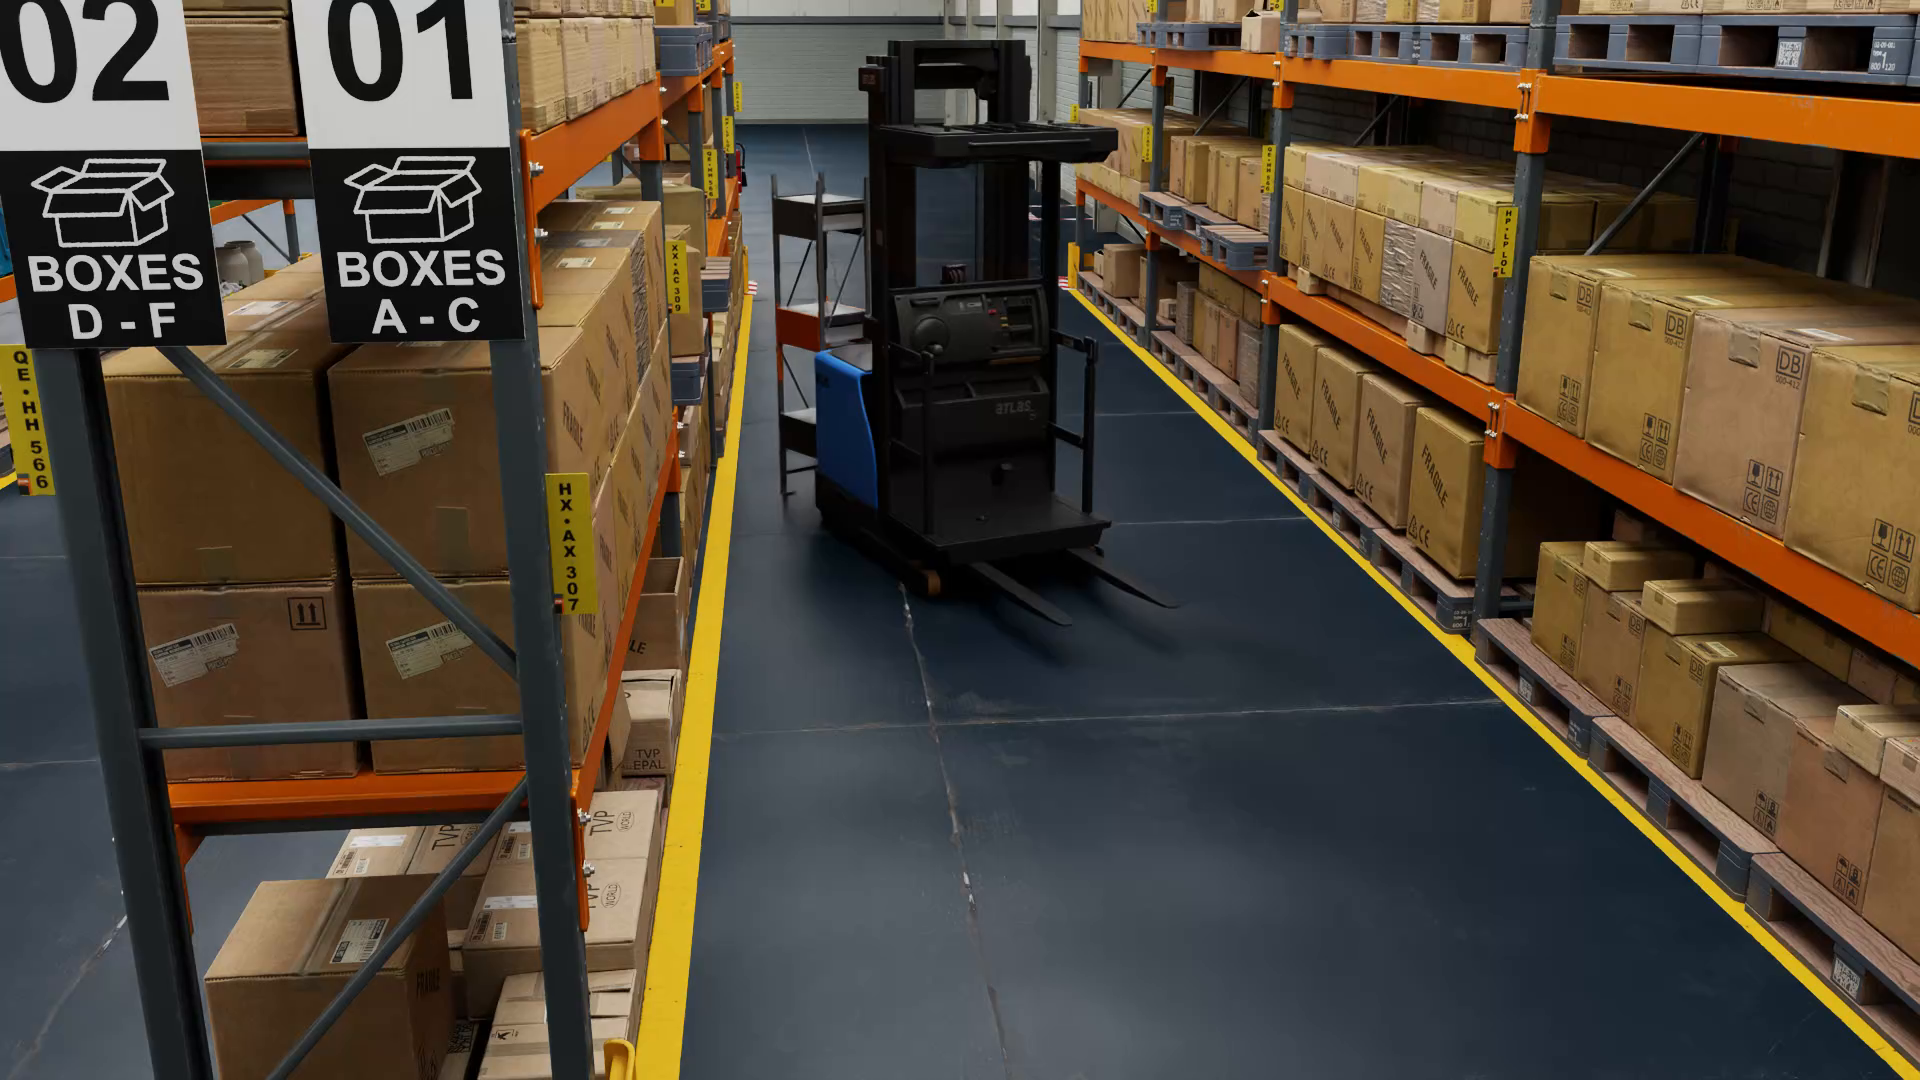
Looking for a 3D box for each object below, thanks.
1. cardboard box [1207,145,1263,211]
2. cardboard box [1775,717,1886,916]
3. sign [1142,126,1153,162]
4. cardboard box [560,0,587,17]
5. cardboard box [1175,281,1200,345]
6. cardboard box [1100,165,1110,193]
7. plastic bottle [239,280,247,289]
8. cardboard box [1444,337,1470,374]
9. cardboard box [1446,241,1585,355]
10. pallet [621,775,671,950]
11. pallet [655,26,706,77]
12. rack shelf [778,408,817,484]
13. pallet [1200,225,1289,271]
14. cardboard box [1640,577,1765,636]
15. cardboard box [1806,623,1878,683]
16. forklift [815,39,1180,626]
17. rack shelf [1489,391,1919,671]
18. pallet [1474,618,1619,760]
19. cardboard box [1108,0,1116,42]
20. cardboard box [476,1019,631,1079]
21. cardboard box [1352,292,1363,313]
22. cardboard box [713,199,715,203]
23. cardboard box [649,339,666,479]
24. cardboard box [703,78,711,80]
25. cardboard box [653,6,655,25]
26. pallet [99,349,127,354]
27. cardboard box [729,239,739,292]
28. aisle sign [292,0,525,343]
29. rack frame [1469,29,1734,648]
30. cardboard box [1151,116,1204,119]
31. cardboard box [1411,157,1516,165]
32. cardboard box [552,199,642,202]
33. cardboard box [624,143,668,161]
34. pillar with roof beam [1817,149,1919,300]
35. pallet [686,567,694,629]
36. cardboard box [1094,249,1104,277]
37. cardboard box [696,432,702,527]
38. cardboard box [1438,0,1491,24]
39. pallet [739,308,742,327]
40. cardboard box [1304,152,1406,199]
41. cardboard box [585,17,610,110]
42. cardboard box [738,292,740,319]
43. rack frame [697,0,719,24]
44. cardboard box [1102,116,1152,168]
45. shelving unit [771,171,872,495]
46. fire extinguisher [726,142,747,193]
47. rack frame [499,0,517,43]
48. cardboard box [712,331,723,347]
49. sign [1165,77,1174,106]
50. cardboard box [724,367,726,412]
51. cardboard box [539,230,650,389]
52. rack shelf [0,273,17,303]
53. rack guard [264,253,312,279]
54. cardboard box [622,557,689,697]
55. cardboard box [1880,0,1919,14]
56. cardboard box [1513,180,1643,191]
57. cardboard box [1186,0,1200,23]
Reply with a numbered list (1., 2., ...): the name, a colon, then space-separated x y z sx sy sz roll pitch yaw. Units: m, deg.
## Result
1. cardboard box: 2.453 -3.032 13.926 0.700 0.500 0.500 1 17 2
2. cardboard box: 3.299 0.924 5.698 0.700 0.500 0.500 -2 18 -6
3. sign: 1.746 -3.683 15.455 0.100 0.325 0.005 -2 18 -6
4. cardboard box: -1.243 -1.468 4.253 0.500 0.250 0.500 -2 18 -6
5. cardboard box: 2.377 -2.088 15.257 0.700 0.500 0.500 -1 17 -4
6. cardboard box: 1.771 -3.807 17.511 0.500 0.250 0.500 -2 18 -5
7. plastic bottle: -7.326 -2.521 16.999 0.061 0.283 0.133 -1 17 -4
8. cardboard box: 2.744 -0.962 8.618 0.380 0.149 0.250 -1 17 -5
9. cardboard box: 2.812 -1.234 8.404 0.500 0.500 0.500 -2 18 -7
10. pallet: -1.618 1.148 6.168 1.003 0.211 1.213 -2 18 -6
11. pallet: -1.814 -2.289 7.767 1.213 0.211 1.003 -2 18 -6
12. rack shelf: -0.884 -0.604 10.974 0.431 0.518 0.480 -14 22 -38
13. pallet: 2.518 -2.215 12.544 1.213 0.211 1.003 -2 18 -6
14. cardboard box: 2.993 0.266 6.710 0.380 0.149 0.250 -2 18 -7
15. cardboard box: 3.430 0.417 6.231 0.380 0.149 0.250 -2 18 -5
16. forklift: 0.163 -1.222 9.177 1.130 2.935 3.031 -8 19 -24
17. rack shelf: 3.316 0.034 6.263 1.077 0.370 4.000 -2 18 -6
18. pallet: 3.110 0.654 7.742 1.003 0.211 1.213 -2 18 -6
19. cardboard box: 1.812 -5.387 17.121 0.500 0.500 0.500 -1 17 -2
20. cardboard box: -1.106 1.455 4.559 0.380 0.149 0.250 -2 18 -6
21. cardboard box: 2.661 -1.499 10.331 0.380 0.149 0.250 -2 17 -5
22. cardboard box: -2.803 -3.621 16.537 0.700 0.500 0.500 -2 17 -5
23. cardboard box: -1.456 -0.505 6.609 0.500 0.500 0.500 -1 17 -4
24. cardboard box: -2.901 -4.531 17.270 0.700 0.500 0.500 -2 18 -5
25. cardboard box: -1.936 -3.028 8.771 0.600 0.600 0.600 -2 18 -8
26. pallet: -7.597 -1.854 15.730 1.003 0.211 1.213 -2 18 -6
27. cardboard box: -2.438 -2.678 16.336 0.500 0.500 0.500 -2 18 -6
28. aisle sign: -1.105 -0.789 3.341 0.394 0.787 0.004 -2 18 -6
29. rack frame: 3.110 -0.906 8.054 1.000 3.000 0.127 -2 18 -6
30. cardboard box: 2.284 -4.188 17.476 0.500 0.500 0.500 -2 17 -5
31. cardboard box: 3.102 -2.220 10.291 0.500 0.250 0.500 -2 18 -7
32. cardboard box: -2.148 -1.729 9.807 0.700 0.500 0.500 1 17 5
33. cardboard box: -2.883 -3.566 15.279 0.380 0.149 0.250 -2 18 -6
34. pillar with roof beam: -0.240 -3.453 6.152 9.100 9.000 0.400 -2 18 -6
35. pallet: -1.939 0.338 8.749 1.003 0.211 1.213 -2 18 -6
36. cardboard box: 1.854 -3.199 19.113 0.500 0.311 0.500 -4 18 -12
37. cardboard box: -1.786 -0.379 9.814 0.500 0.500 0.500 -2 18 -8
38. cardboard box: 3.007 -3.024 8.891 0.700 0.500 0.500 -2 18 -7
39. pallet: -2.812 -2.407 17.492 1.003 0.211 1.213 -2 18 -6
40. cardboard box: 2.544 -2.351 10.709 0.500 0.250 0.500 -2 18 -6
41. cardboard box: -1.296 -1.378 4.802 0.500 0.250 0.500 -2 18 -6
42. cardboard box: -2.435 -2.320 16.448 0.500 0.250 0.500 -2 18 -6
43. rack frame: -2.642 -5.997 14.256 1.000 3.000 0.127 -2 18 -6
44. cardboard box: 1.776 -4.170 17.416 0.500 0.500 0.500 -1 17 -4
45. shelving unit: -0.882 -1.284 10.759 0.431 2.100 0.503 -14 22 -38
46. fire extinguisher: -2.605 -4.339 19.120 0.296 0.674 0.183 -2 18 -6
47. rack frame: -1.404 -2.422 2.868 1.000 3.000 0.127 -2 18 -6
48. cardboard box: -2.054 -1.421 12.647 0.500 0.311 0.500 -2 18 -7
49. sign: 2.426 -5.195 19.256 0.100 0.325 0.005 -2 18 -6
50. cardboard box: -2.044 -1.146 12.710 0.500 0.250 0.500 -2 18 -7
51. cardboard box: -1.400 -0.831 5.979 0.500 0.500 0.500 -2 18 -5
52. rack shelf: -7.363 -2.044 12.880 1.077 0.370 4.000 -2 18 -6
53. rack guard: -7.927 -2.961 18.774 1.175 0.500 0.348 -2 18 -6
54. cardboard box: -1.476 0.392 7.358 0.500 0.500 0.500 -2 18 -6
55. cardboard box: 3.128 -1.686 4.916 0.500 0.250 0.500 -2 18 -8
56. cardboard box: 3.261 -1.763 8.837 0.500 0.250 0.500 -2 17 -5
57. cardboard box: 2.262 -4.803 14.592 0.500 0.500 0.500 1 17 2
